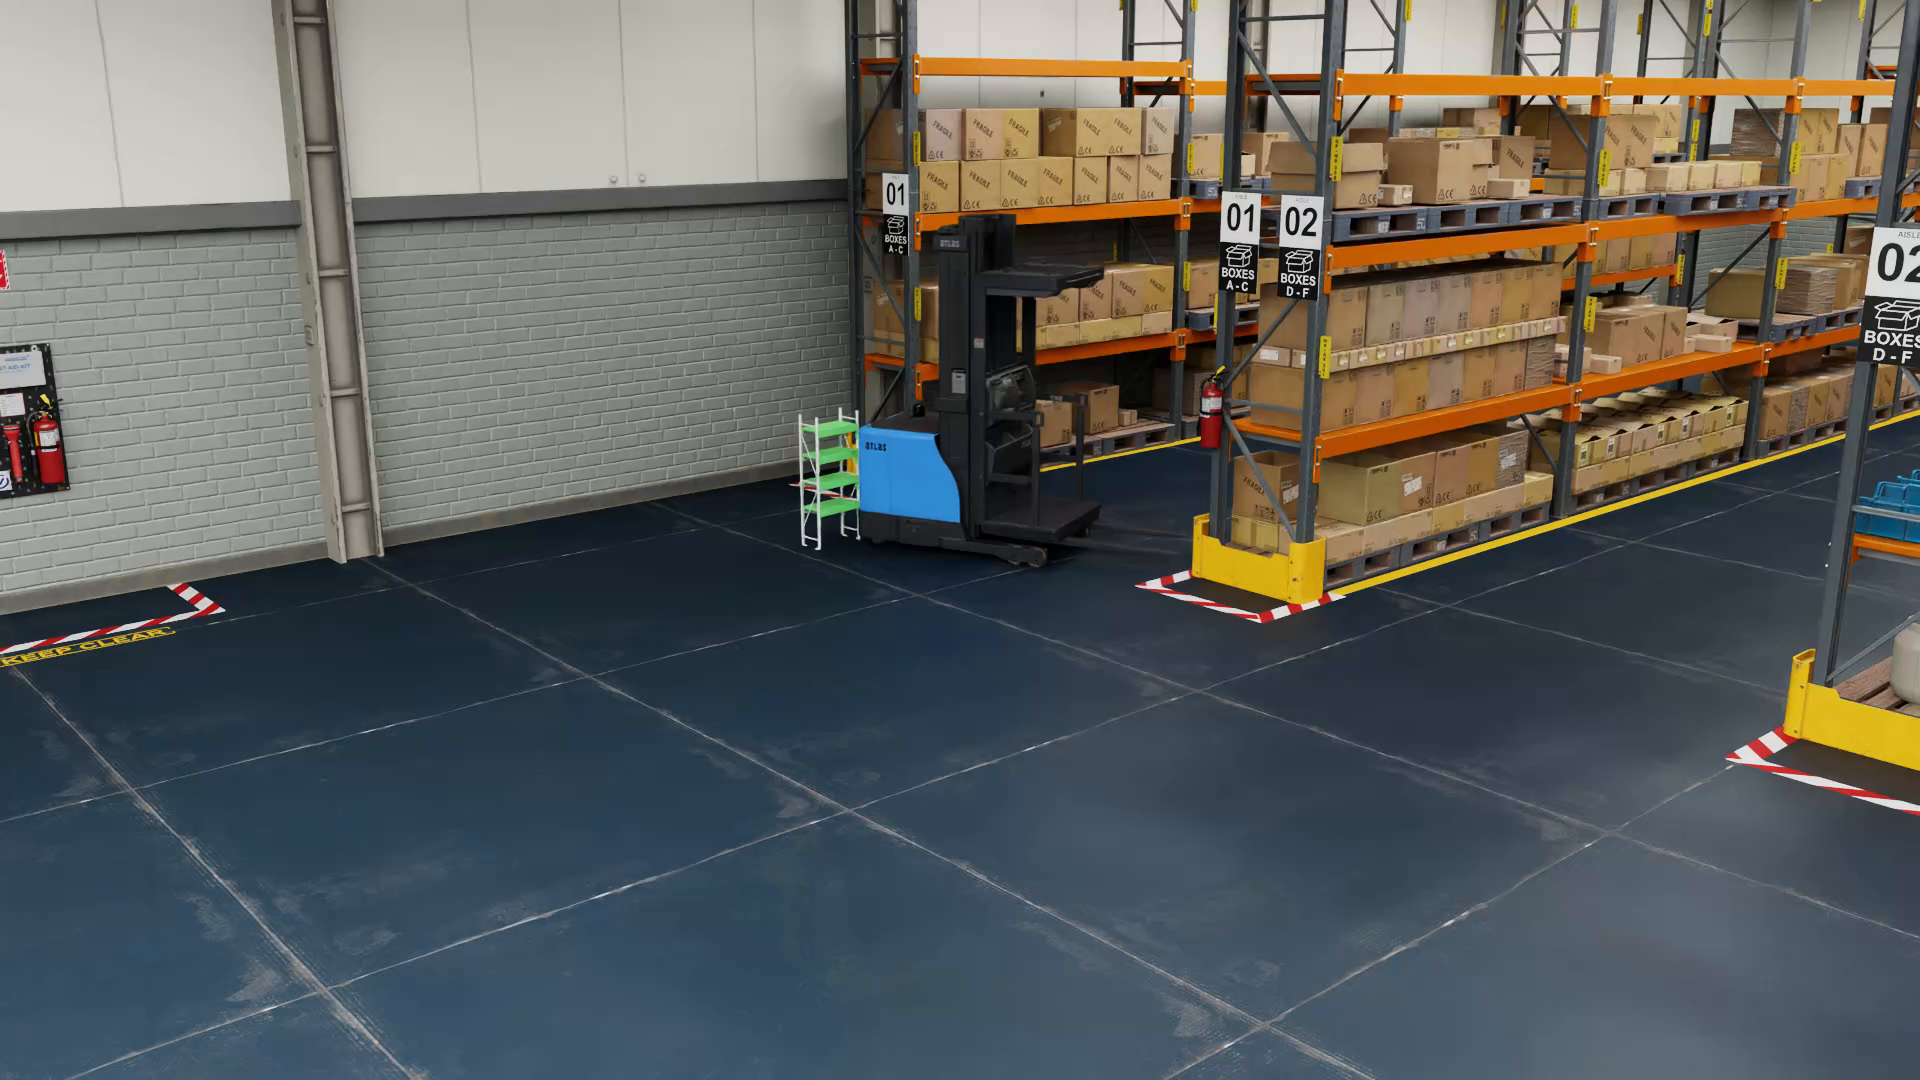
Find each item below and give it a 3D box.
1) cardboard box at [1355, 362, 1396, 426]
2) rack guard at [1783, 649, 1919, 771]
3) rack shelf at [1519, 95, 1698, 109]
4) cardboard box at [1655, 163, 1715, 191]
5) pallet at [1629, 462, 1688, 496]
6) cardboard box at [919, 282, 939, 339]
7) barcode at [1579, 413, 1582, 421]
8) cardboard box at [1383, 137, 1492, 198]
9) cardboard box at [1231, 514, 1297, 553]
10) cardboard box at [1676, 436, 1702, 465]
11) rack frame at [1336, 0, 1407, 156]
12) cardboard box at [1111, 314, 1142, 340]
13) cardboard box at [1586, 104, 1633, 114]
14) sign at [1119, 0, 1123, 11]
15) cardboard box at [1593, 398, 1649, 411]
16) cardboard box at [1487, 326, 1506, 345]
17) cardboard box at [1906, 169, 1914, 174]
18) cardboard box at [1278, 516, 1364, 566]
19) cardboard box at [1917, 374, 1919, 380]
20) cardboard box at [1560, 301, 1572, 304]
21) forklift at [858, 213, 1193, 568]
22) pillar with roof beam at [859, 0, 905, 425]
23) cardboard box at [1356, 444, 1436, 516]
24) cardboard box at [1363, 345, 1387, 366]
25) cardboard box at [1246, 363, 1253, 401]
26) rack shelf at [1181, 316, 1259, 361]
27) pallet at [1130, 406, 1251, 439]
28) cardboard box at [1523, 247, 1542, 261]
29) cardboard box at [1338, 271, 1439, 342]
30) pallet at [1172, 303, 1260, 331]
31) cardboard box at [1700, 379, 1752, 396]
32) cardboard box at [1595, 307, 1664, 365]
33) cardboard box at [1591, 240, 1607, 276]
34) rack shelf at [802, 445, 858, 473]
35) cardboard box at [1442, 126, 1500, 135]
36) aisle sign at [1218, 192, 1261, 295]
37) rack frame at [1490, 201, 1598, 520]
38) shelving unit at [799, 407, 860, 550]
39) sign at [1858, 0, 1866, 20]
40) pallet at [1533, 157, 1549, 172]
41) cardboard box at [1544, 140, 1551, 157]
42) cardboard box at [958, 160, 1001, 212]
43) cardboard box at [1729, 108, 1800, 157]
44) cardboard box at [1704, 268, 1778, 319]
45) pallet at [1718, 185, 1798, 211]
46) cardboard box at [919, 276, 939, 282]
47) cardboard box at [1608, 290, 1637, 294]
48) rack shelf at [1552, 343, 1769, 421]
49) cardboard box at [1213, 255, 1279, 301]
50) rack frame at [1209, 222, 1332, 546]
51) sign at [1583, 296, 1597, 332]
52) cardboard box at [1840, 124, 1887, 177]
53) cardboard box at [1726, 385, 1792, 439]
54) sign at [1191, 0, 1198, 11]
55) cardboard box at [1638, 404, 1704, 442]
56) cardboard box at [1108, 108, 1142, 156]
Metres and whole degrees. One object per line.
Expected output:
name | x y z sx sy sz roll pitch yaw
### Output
cardboard box | 3.229 -1.288 14.064 0.500 0.500 0.700 -12 19 -38
rack guard | 5.751 1.078 10.246 0.348 0.500 1.175 -13 19 -39
rack shelf | 9.782 -6.766 25.311 4.000 0.370 1.077 -13 19 -39
cardboard box | 7.383 -3.733 17.076 0.500 0.250 0.500 -13 20 -40
pallet | 6.944 -0.743 17.624 1.213 0.211 1.003 -13 19 -39
cardboard box | -0.222 -2.358 17.065 0.500 0.500 0.500 -13 19 -39
barcode | 5.959 -1.181 15.991 0.075 0.075 0.001 -13 19 -39
cardboard box | 4.168 -3.266 14.565 0.637 0.503 0.797 -10 18 -33
cardboard box | 2.686 -0.096 14.310 0.500 0.250 0.500 -13 19 -39
cardboard box | 7.506 -0.993 17.670 0.500 0.250 0.500 -12 19 -38
rack frame | 5.256 -6.290 21.361 0.127 3.000 1.000 -13 19 -39
cardboard box | 1.699 -2.429 18.784 0.500 0.250 0.500 -13 19 -39
cardboard box | 9.748 -6.299 25.036 0.500 0.500 0.500 -12 19 -39
sign | 1.870 -6.247 19.084 0.005 0.325 0.100 -13 19 -39
cardboard box | 7.146 -1.365 17.976 0.500 0.311 0.500 -13 20 -41
cardboard box | 4.660 -1.852 14.921 0.250 0.149 0.380 -13 20 -40
cardboard box | 12.057 -4.517 20.824 0.500 0.250 0.500 -13 19 -39
cardboard box | 3.026 0.005 13.932 0.500 0.250 0.500 -13 19 -39
cardboard box | 12.633 -2.127 22.037 0.250 0.166 0.380 -13 19 -39
cardboard box | 9.260 -3.633 25.812 0.250 0.149 0.380 -13 20 -41
forklift | 0.629 -1.334 14.565 3.031 2.935 1.130 7 17 25
pillar with roof beam | 2.007 -4.384 14.224 0.400 9.000 9.100 -13 19 -39
cardboard box | 3.771 -0.529 14.480 0.500 0.500 0.500 -13 19 -39
cardboard box | 3.299 -1.546 13.776 0.250 0.149 0.380 -13 19 -39
cardboard box | 3.551 -2.023 21.002 0.500 0.500 0.700 -12 19 -39
rack shelf | 3.747 -2.705 20.960 4.000 0.370 1.077 -13 19 -39
pallet | 2.825 -1.499 20.453 1.213 0.211 1.003 -13 19 -39
cardboard box | 8.091 -4.144 24.142 0.500 0.500 0.500 -13 20 -40
cardboard box | 3.649 -2.009 14.251 0.500 0.500 0.700 -13 19 -39
pallet | 2.911 -2.723 20.002 1.213 0.211 1.003 -13 19 -39
cardboard box | 9.062 -1.637 19.557 0.500 0.500 0.500 -12 19 -37
cardboard box | 6.858 -2.100 17.105 0.500 0.500 0.500 -13 19 -39
cardboard box | 9.248 -4.426 25.425 0.700 0.700 0.980 -13 20 -41
rack shelf | -1.176 -0.732 14.981 0.258 0.148 0.480 13 20 41
cardboard box | 7.160 -5.545 23.337 0.500 0.500 0.700 -13 20 -40
aisle sign | 2.233 -2.375 13.291 0.004 0.787 0.394 -13 19 -39
rack frame | 5.493 -1.750 15.990 0.127 3.000 1.000 -13 19 -39
shelving unit | -1.176 -0.562 15.027 0.258 1.200 0.503 13 20 41
sign | 11.186 -6.602 20.566 0.005 0.325 0.100 -13 19 -39
pallet | 8.898 -5.612 24.808 1.213 0.211 1.003 -13 19 -39
cardboard box | 8.968 -5.763 24.483 0.500 0.250 0.500 -13 20 -40
cardboard box | 0.066 -3.636 17.004 0.500 0.500 0.500 -11 19 -36
cardboard box | 8.844 -4.481 18.270 0.500 0.500 0.500 -13 19 -39
cardboard box | 8.912 -2.808 18.942 0.700 0.500 0.500 8 17 28
pallet | 8.057 -3.654 17.669 1.003 0.211 1.213 -12 19 -37
cardboard box | -0.177 -2.541 17.748 0.500 0.500 0.500 -12 19 -39
cardboard box | 10.792 -3.978 27.102 0.250 0.149 0.380 -12 19 -39
rack shelf | 7.002 -1.742 17.352 4.000 0.370 1.077 -13 19 -39
cardboard box | 3.547 -3.265 20.616 0.500 0.500 0.700 -10 18 -32
rack frame | 2.476 -1.073 13.454 0.127 3.000 1.000 -13 19 -39
sign | 5.859 -2.099 15.465 0.005 0.325 0.100 -13 19 -39
cardboard box | 10.611 -4.666 19.891 0.600 0.600 0.600 -13 20 -40
cardboard box | 9.042 -1.454 18.874 0.500 0.500 0.500 -12 19 -37
sign | 2.581 -5.993 18.286 0.005 0.325 0.100 -13 19 -39
cardboard box | 7.507 -1.262 17.591 0.500 0.311 0.500 -13 20 -40
cardboard box | 1.630 -4.471 18.194 0.500 0.500 0.500 -11 19 -36
